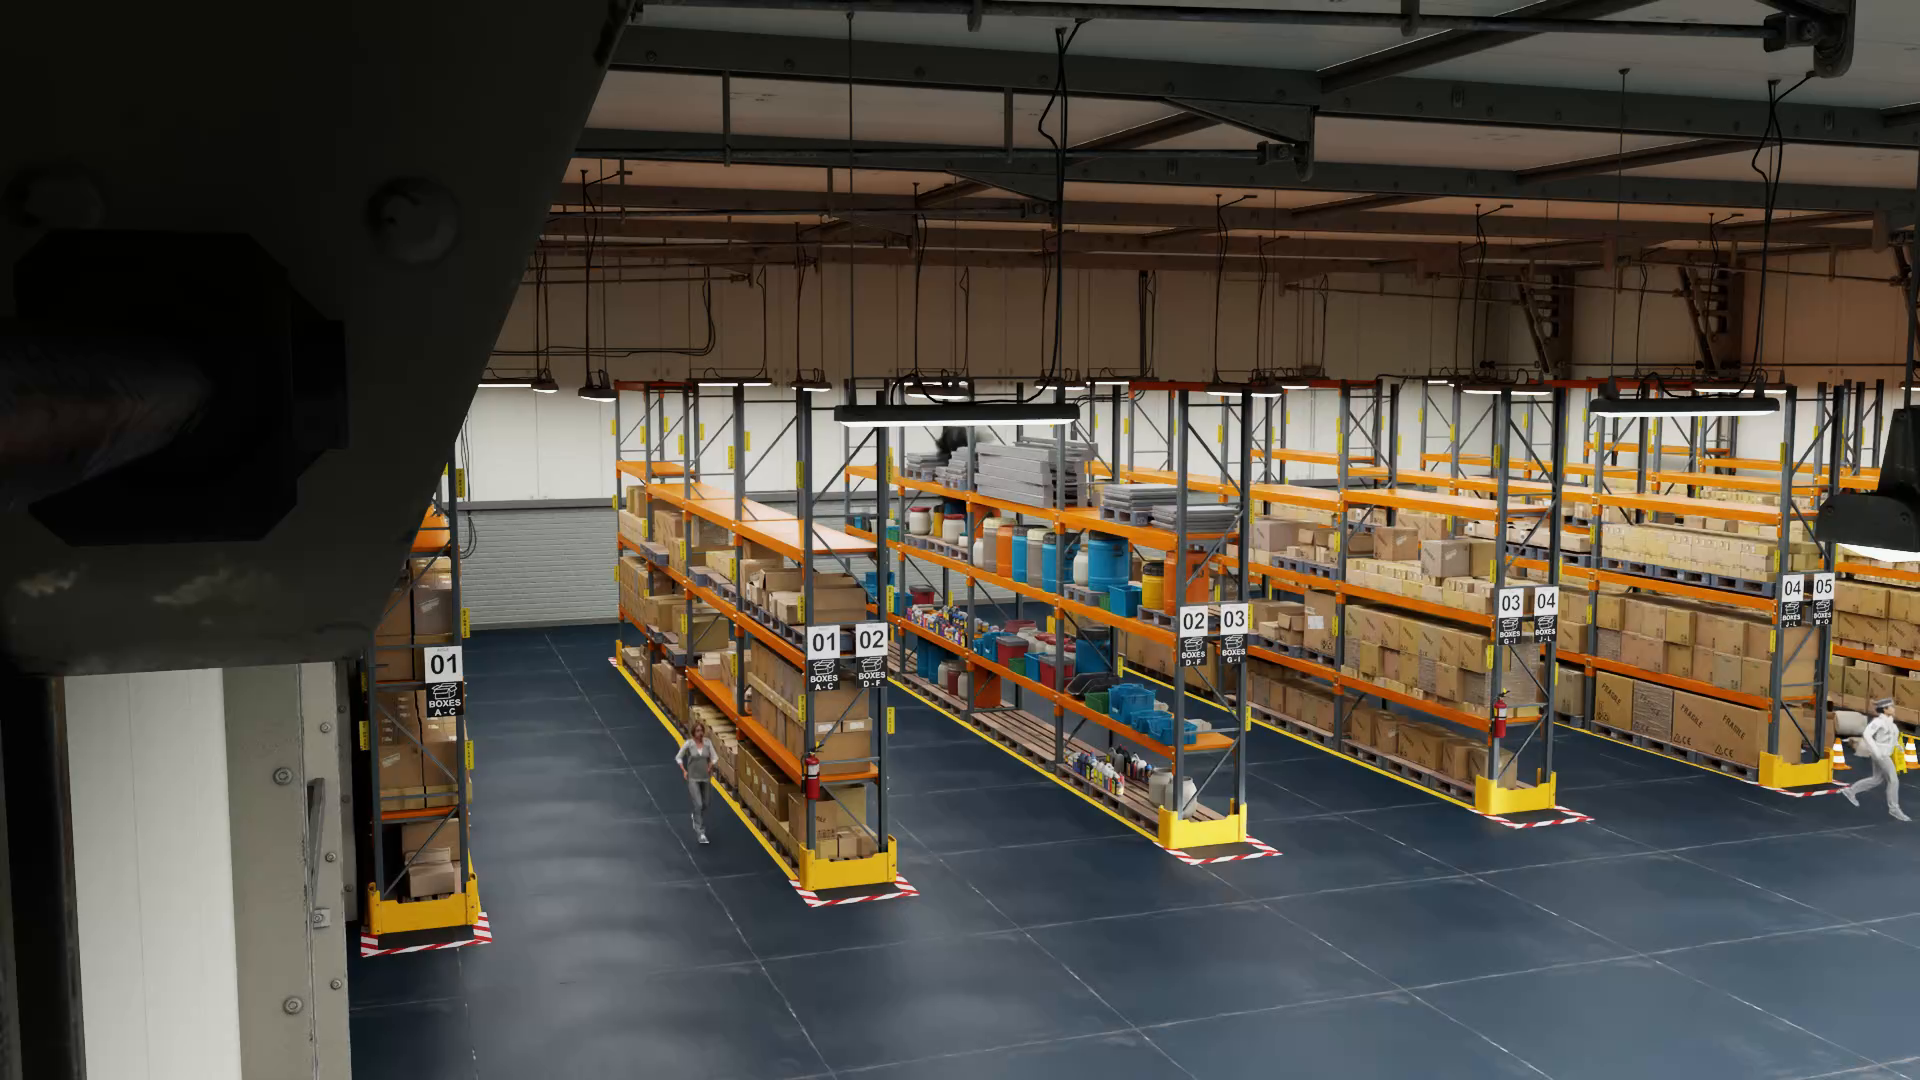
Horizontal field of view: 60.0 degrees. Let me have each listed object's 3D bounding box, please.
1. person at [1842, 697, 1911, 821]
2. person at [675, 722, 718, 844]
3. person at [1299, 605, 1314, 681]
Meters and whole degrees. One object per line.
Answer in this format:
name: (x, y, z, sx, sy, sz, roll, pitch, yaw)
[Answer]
person: (12.914, 3.037, 23.367, 0.884, 1.715, 0.621, 5, 8, 37)
person: (-3.492, 3.201, 22.172, 0.558, 1.584, 0.723, -3, 7, -25)
person: (6.838, 2.068, 32.533, 0.559, 1.629, 0.583, -3, 7, -25)
